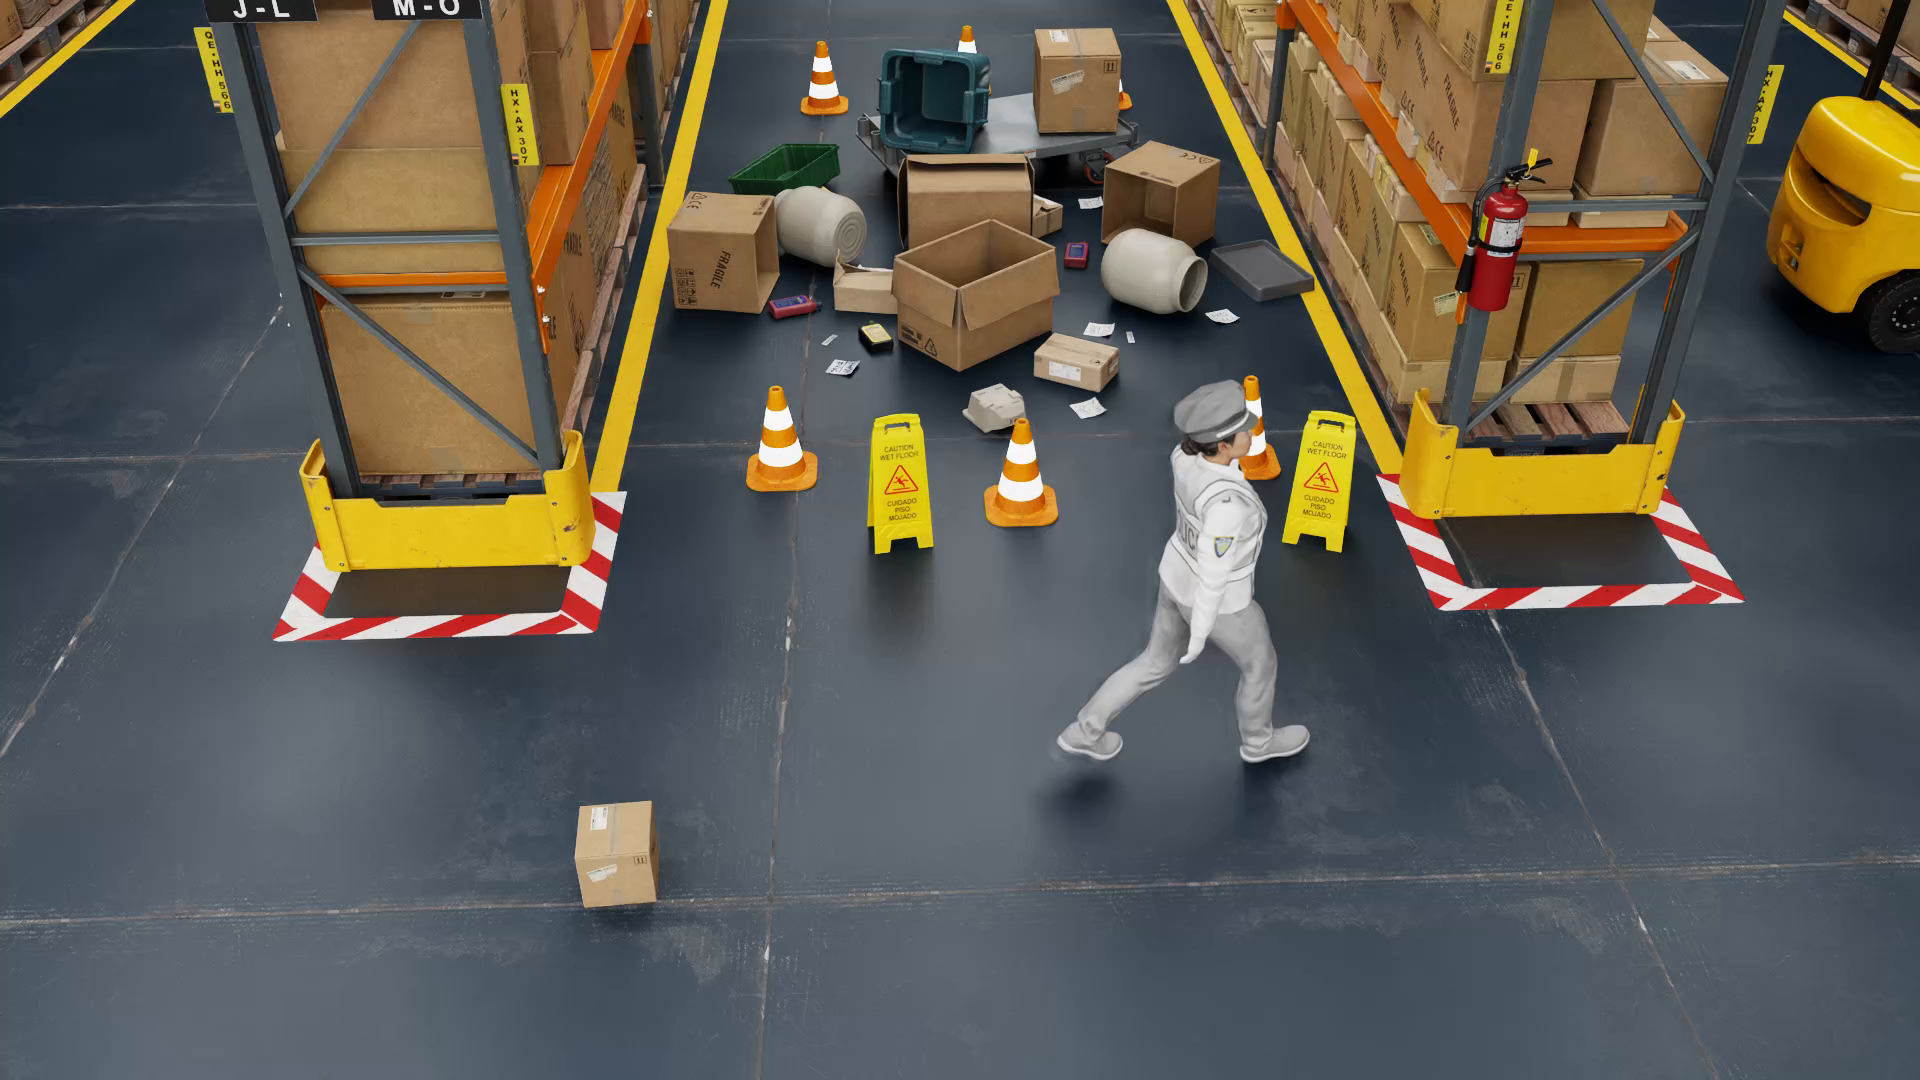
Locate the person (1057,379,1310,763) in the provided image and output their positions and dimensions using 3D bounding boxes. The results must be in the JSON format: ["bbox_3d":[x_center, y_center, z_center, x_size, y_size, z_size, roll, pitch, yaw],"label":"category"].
[{"bbox_3d":[0.853,0.164,5.878,0.987,1.640,0.480,-12,37,-16],"label":"person"}]
